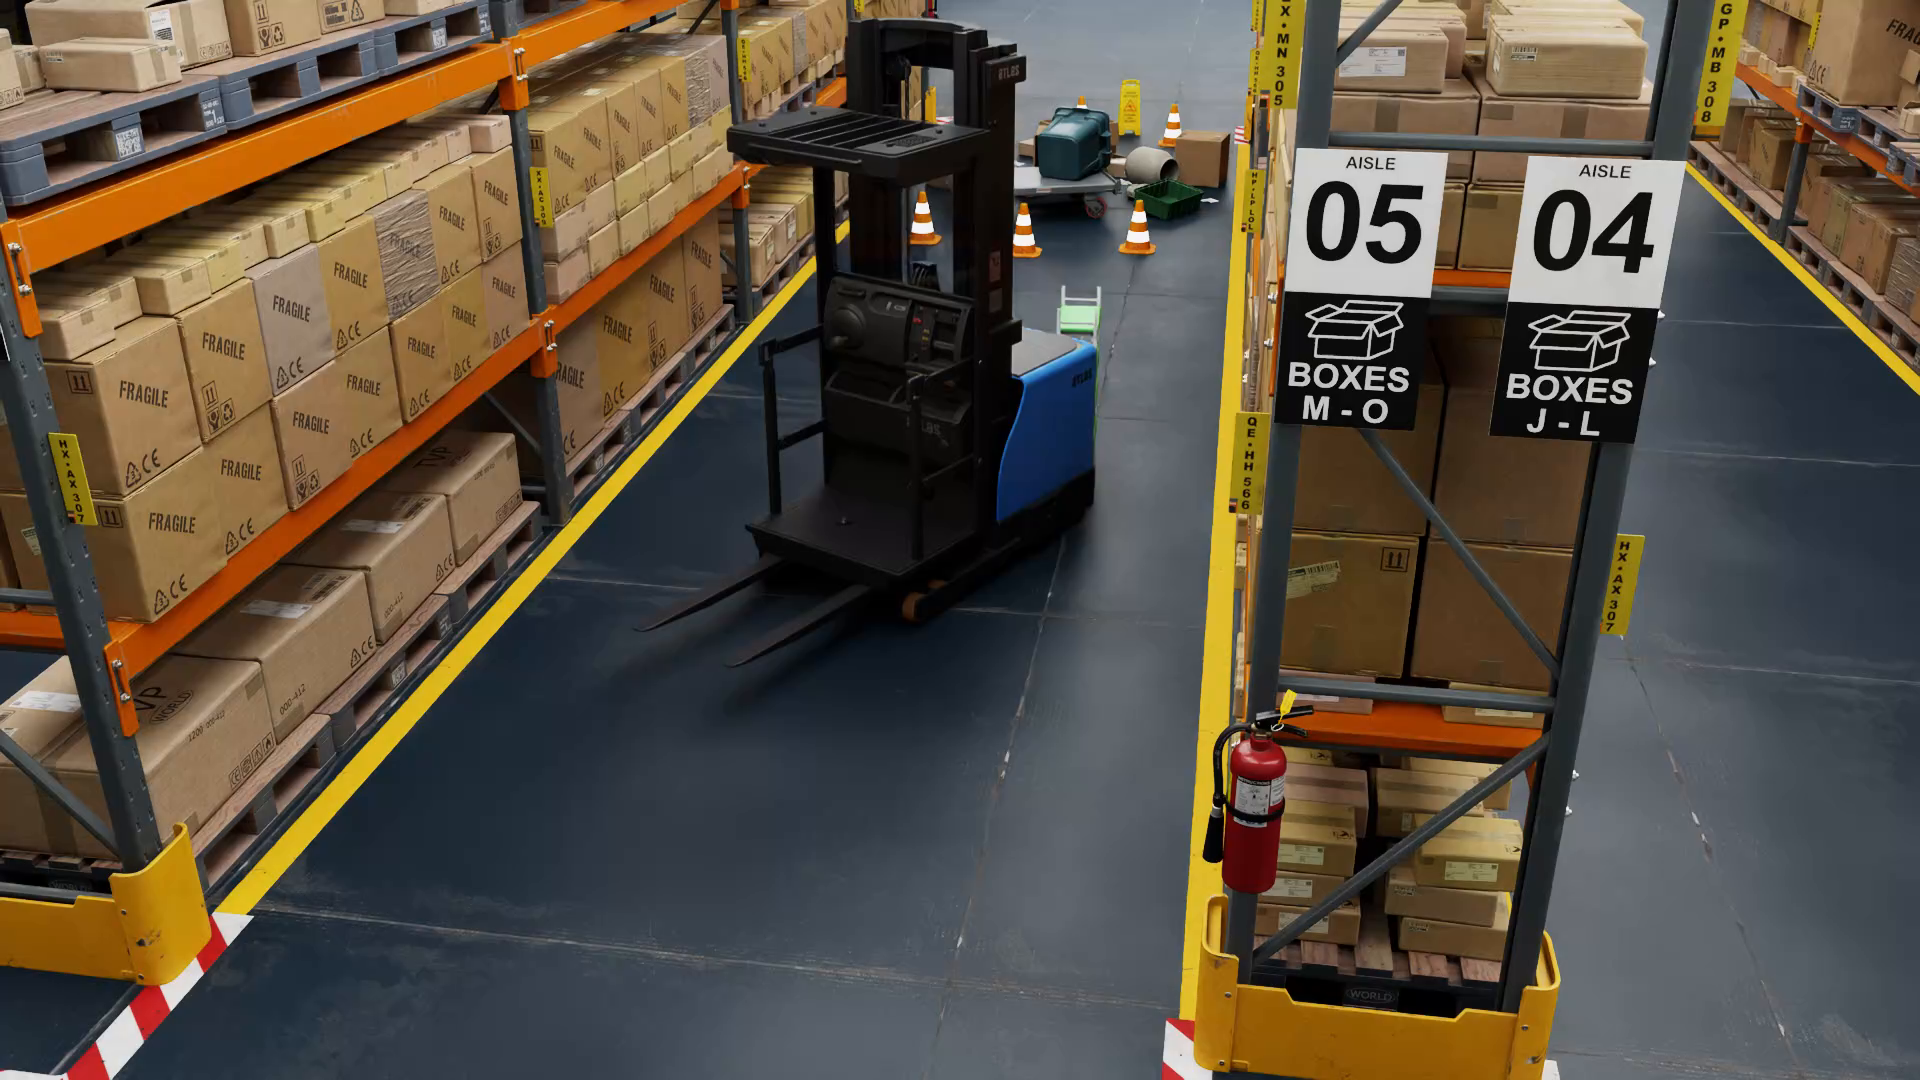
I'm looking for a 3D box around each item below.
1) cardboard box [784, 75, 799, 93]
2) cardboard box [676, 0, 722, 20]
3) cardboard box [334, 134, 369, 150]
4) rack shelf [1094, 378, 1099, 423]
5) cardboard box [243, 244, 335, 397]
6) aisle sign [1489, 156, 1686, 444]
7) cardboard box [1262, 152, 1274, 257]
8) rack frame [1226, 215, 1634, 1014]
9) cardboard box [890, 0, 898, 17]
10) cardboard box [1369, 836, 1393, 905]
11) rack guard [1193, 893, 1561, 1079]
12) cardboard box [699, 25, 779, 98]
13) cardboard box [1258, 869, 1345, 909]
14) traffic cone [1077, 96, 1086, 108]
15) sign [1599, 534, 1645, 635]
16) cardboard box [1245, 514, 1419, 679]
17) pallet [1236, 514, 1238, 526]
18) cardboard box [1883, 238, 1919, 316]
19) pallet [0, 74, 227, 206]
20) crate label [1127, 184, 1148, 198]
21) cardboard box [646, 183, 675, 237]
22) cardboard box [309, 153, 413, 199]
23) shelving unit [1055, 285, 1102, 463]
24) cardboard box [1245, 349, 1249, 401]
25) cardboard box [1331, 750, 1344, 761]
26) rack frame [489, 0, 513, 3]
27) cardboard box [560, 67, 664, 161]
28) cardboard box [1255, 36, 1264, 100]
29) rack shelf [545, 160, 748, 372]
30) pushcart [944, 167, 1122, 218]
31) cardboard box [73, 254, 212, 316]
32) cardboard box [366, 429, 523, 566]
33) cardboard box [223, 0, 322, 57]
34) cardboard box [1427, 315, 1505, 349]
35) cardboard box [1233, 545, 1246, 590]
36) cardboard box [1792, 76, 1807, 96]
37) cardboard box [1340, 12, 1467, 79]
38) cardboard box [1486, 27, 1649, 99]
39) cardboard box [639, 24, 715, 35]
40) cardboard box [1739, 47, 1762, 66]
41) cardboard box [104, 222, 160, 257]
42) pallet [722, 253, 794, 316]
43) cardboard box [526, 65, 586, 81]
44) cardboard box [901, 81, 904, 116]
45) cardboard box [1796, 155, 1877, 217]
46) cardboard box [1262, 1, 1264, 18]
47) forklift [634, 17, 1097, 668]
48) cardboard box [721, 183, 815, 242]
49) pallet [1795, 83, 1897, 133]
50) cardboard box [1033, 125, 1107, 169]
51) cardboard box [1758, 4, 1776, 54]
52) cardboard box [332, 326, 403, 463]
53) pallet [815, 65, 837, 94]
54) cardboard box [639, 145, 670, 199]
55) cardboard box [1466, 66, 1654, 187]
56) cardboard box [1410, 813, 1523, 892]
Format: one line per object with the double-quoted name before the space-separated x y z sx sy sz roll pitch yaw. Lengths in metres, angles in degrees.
"cardboard box" -1.638 -4.031 14.625 0.380 0.149 0.250 5 26 10
"cardboard box" -2.197 -4.527 14.154 0.380 0.149 0.250 3 25 6
"cardboard box" -3.174 -1.946 8.306 0.380 0.149 0.250 4 25 8
"rack shelf" 0.723 -0.862 10.326 0.258 0.148 0.480 3 25 6
"cardboard box" -2.981 -0.925 6.890 0.500 0.500 0.500 4 25 8
"aisle sign" 1.690 -0.639 4.510 0.394 0.787 0.004 4 25 9
"cardboard box" 1.746 -1.647 8.081 0.500 0.500 0.500 5 25 10
"rack frame" 1.406 0.487 5.170 1.000 3.000 0.127 4 25 9
"cardboard box" -0.969 -5.810 18.156 0.500 0.500 0.500 4 25 9
"cardboard box" 1.769 1.276 6.352 0.380 0.149 0.250 4 25 8
"rack guard" 1.418 1.588 5.768 1.175 0.500 0.348 4 25 9
"cardboard box" -1.807 -3.920 13.622 0.500 0.500 0.500 5 26 11
"cardboard box" 1.211 1.213 6.136 0.380 0.149 0.250 3 25 7
"traffic cone" 1.474 -5.152 20.211 0.336 0.463 0.334 4 25 9
"sign" 1.941 0.133 4.907 0.100 0.325 0.005 4 25 9
"cardboard box" 1.226 0.102 5.526 0.500 0.500 0.500 5 25 10
"pallet" 2.186 -0.248 10.031 1.003 0.211 1.213 4 25 9
"cardboard box" 7.758 -2.054 13.030 0.700 0.500 0.500 2 25 4
"pallet" -3.383 -1.443 5.860 1.003 0.211 1.213 4 25 9
"crate label" 1.896 -3.626 17.334 0.298 0.136 0.250 -14 29 -27
"cardboard box" -2.235 -2.222 11.136 0.500 0.250 0.500 4 25 8
"cardboard box" -2.806 -1.707 7.795 0.380 0.149 0.250 4 25 8
"shelving unit" 0.723 -0.919 10.299 0.258 1.200 0.503 3 25 6
"cardboard box" 1.932 -0.912 9.729 0.500 0.250 0.500 3 25 7
"cardboard box" 1.362 0.758 6.758 0.380 0.149 0.250 3 25 6
"rack frame" -2.840 -4.203 8.115 1.000 3.000 0.127 4 25 9
"cardboard box" -2.266 -2.789 10.874 0.500 0.500 0.500 4 25 8
"cardboard box" 3.016 -4.375 15.441 0.500 0.500 0.500 4 25 9
"rack shelf" -2.513 -1.997 11.326 1.077 0.370 4.000 4 25 9
"pushcart" 0.725 -3.507 16.798 1.648 0.377 0.936 -5 25 -10
"cardboard box" -3.035 -0.950 6.178 0.380 0.149 0.250 5 26 10
"cardboard box" -3.049 -0.261 9.296 0.875 0.438 0.875 4 25 8
"cardboard box" -3.017 -2.285 6.825 0.500 0.500 0.500 4 25 9
"cardboard box" 1.817 -0.526 5.688 0.500 0.500 0.500 5 26 10
"cardboard box" 1.640 0.157 8.744 0.380 0.149 0.250 5 26 10
"cardboard box" 8.039 -4.246 15.579 0.380 0.149 0.250 4 25 9
"cardboard box" 1.286 -1.467 4.925 0.380 0.149 0.250 4 25 9
"cardboard box" 1.684 -1.330 4.631 0.380 0.149 0.250 4 25 8
"cardboard box" -2.313 -3.956 13.698 0.500 0.500 0.500 4 25 8
"cardboard box" 8.275 -4.981 17.150 0.380 0.149 0.250 4 25 9
"cardboard box" -3.462 -1.198 6.708 0.380 0.149 0.250 4 25 8
"pallet" -2.057 -2.223 14.250 1.003 0.211 1.213 4 25 9
"cardboard box" -2.766 -2.834 10.968 0.500 0.500 0.500 4 25 9
"cardboard box" -0.924 -5.007 18.773 0.500 0.500 0.500 3 25 7
"cardboard box" 8.349 -3.368 15.860 0.500 0.500 0.500 3 25 7
"cardboard box" 3.437 -5.478 16.465 0.875 0.550 0.550 4 25 9
"forklift" -0.466 -1.119 8.684 1.130 2.935 3.031 17 30 32
"cardboard box" -1.842 -3.021 15.270 0.950 0.372 0.625 5 26 10
"pallet" 7.975 -3.749 14.447 1.003 0.211 1.213 4 25 9
"cardboard box" 1.187 -4.134 17.828 0.797 0.637 0.503 4 25 9
"cardboard box" 8.600 -5.138 16.721 0.875 0.500 0.500 4 25 9
"cardboard box" -2.911 -0.675 7.536 0.500 0.500 0.500 5 26 10
"pallet" -1.801 -4.436 15.914 1.003 0.211 1.213 4 25 9
"cardboard box" -2.243 -2.450 11.033 0.500 0.250 0.500 3 25 7
"cardboard box" 1.736 -1.199 4.823 0.500 0.250 0.500 4 25 9
"cardboard box" 1.827 1.123 5.977 0.380 0.149 0.250 3 25 6
